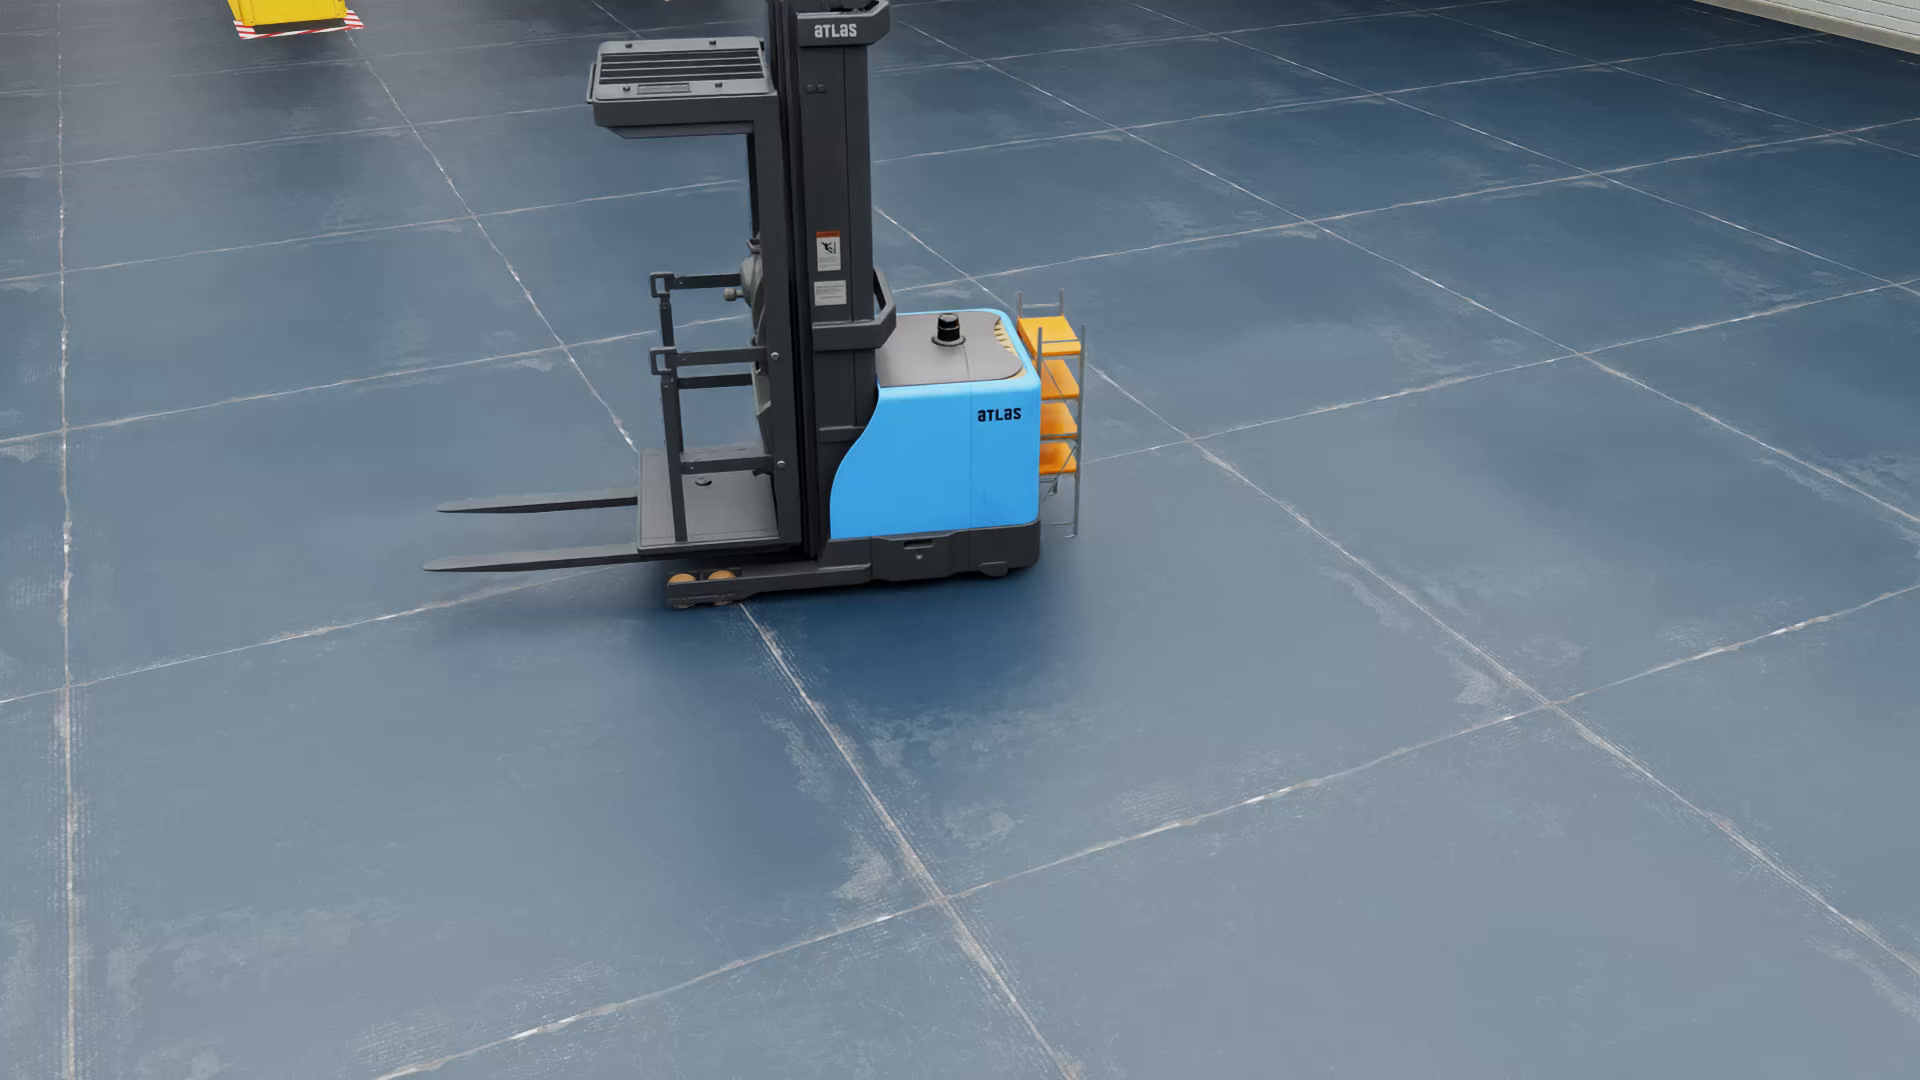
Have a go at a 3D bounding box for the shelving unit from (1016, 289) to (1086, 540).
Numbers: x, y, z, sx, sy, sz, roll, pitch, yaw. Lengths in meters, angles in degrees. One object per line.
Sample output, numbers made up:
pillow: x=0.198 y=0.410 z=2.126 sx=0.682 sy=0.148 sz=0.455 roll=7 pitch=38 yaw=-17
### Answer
shelving unit: x=0.461 y=-0.649 z=8.681 sx=0.258 sy=1.200 sz=0.503 roll=-5 pitch=30 yaw=-8

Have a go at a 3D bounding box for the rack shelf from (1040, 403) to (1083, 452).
rack shelf: x=0.461 y=-0.591 z=8.714 sx=0.258 sy=0.148 sz=0.480 roll=-5 pitch=30 yaw=-8

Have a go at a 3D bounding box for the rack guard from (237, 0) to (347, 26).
rack guard: x=-7.934 y=-6.433 z=19.711 sx=1.175 sy=0.500 sz=0.348 roll=-13 pitch=32 yaw=-22

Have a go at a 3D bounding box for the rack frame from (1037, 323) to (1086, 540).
rack frame: x=0.502 y=-0.532 z=8.472 sx=0.240 sy=1.200 sz=0.015 roll=-5 pitch=30 yaw=-8

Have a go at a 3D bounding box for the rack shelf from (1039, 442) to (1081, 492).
rack shelf: x=0.461 y=-0.418 z=8.811 sx=0.258 sy=0.148 sz=0.480 roll=-5 pitch=30 yaw=-8

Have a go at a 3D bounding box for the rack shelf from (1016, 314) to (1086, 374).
rack shelf: x=0.461 y=-0.992 z=8.489 sx=0.258 sy=0.148 sz=0.480 roll=-5 pitch=30 yaw=-8

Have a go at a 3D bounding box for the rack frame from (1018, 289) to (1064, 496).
rack frame: x=0.419 y=-0.767 z=8.891 sx=0.240 sy=1.200 sz=0.015 roll=-5 pitch=30 yaw=-8

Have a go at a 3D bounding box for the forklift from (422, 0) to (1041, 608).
forklift: x=-1.159 y=-1.222 z=7.932 sx=3.031 sy=2.935 sz=1.130 roll=-5 pitch=30 yaw=-8

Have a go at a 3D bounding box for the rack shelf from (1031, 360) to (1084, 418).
rack shelf: x=0.461 y=-0.786 z=8.605 sx=0.258 sy=0.148 sz=0.480 roll=-5 pitch=30 yaw=-8
